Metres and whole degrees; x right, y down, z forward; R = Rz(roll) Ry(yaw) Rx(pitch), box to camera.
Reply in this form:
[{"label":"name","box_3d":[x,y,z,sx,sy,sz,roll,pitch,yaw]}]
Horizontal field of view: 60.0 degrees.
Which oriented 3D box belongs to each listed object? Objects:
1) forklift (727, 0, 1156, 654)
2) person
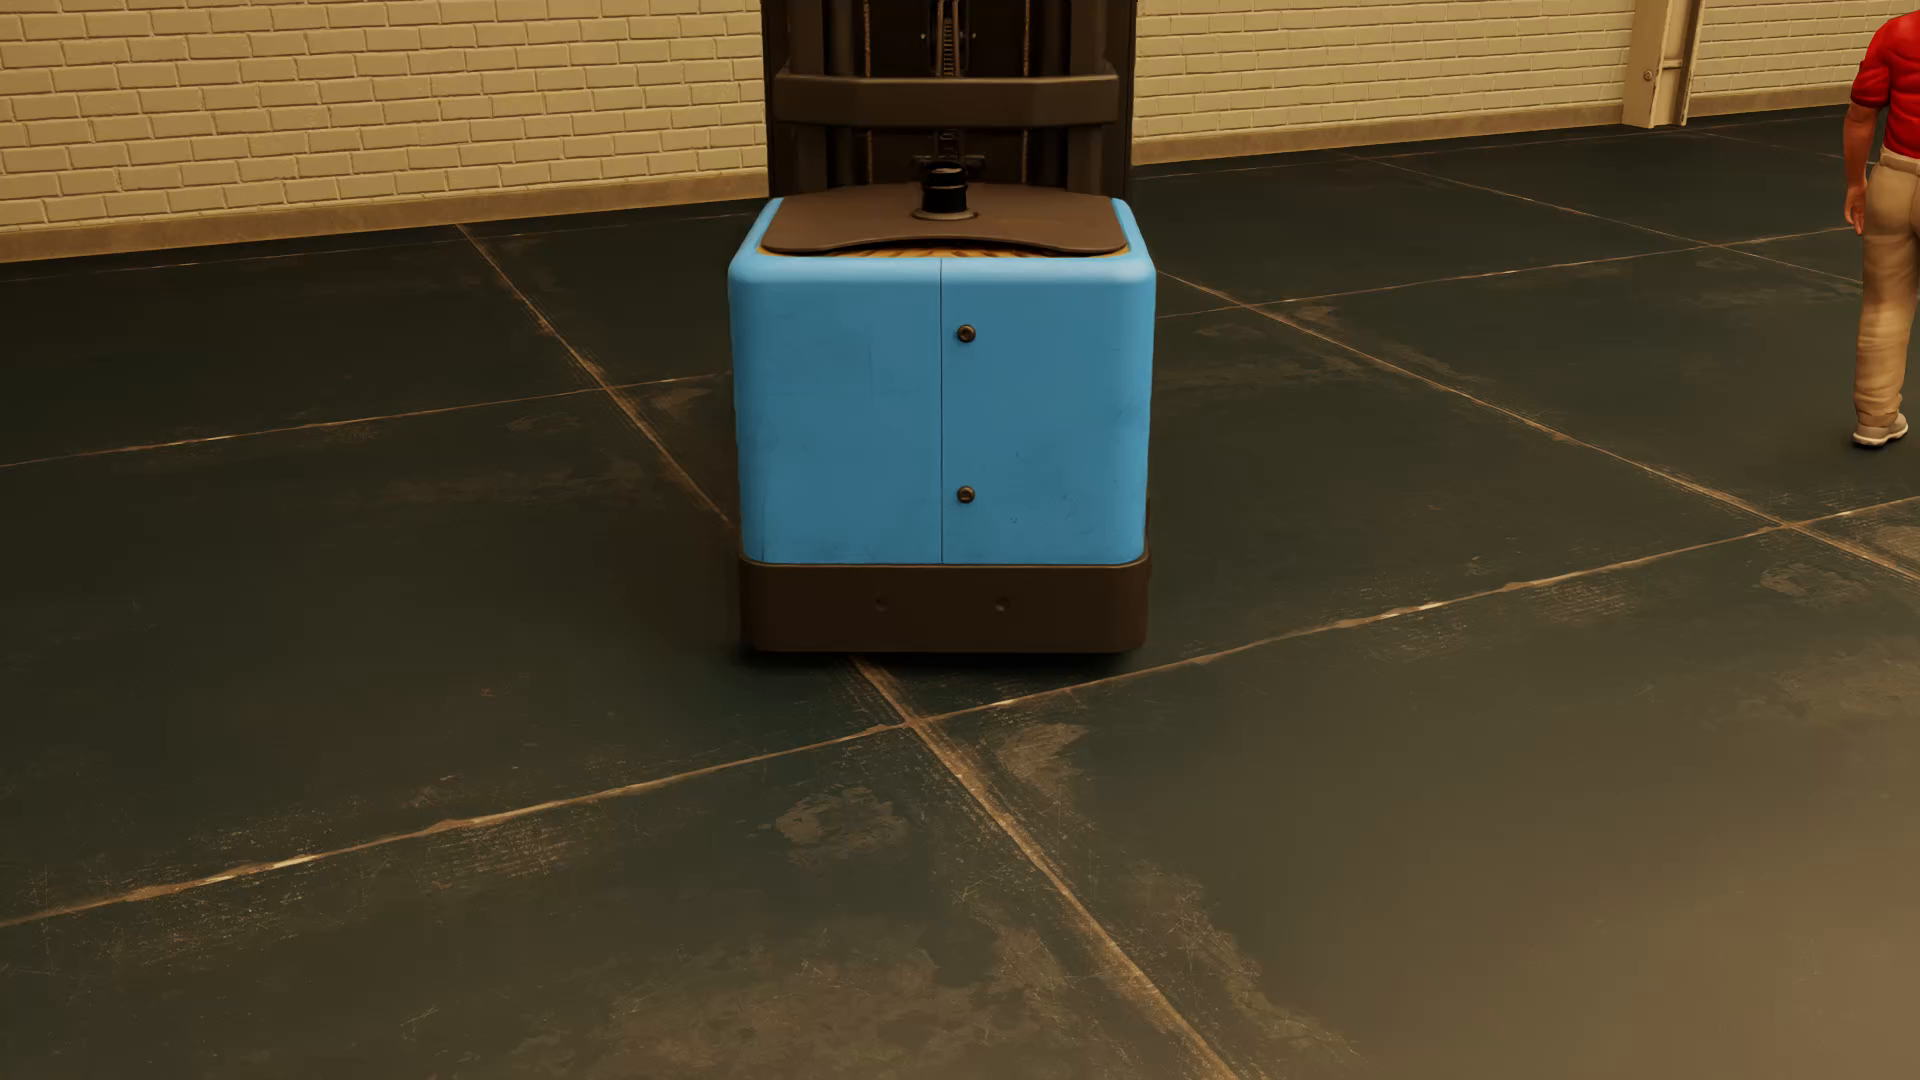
[{"label":"forklift","box_3d":[-0.030,-1.580,5.091,1.130,2.935,3.031,0,23,0]},{"label":"person","box_3d":[3.328,-1.148,5.599,0.551,1.727,0.640,-16,27,-33]}]
